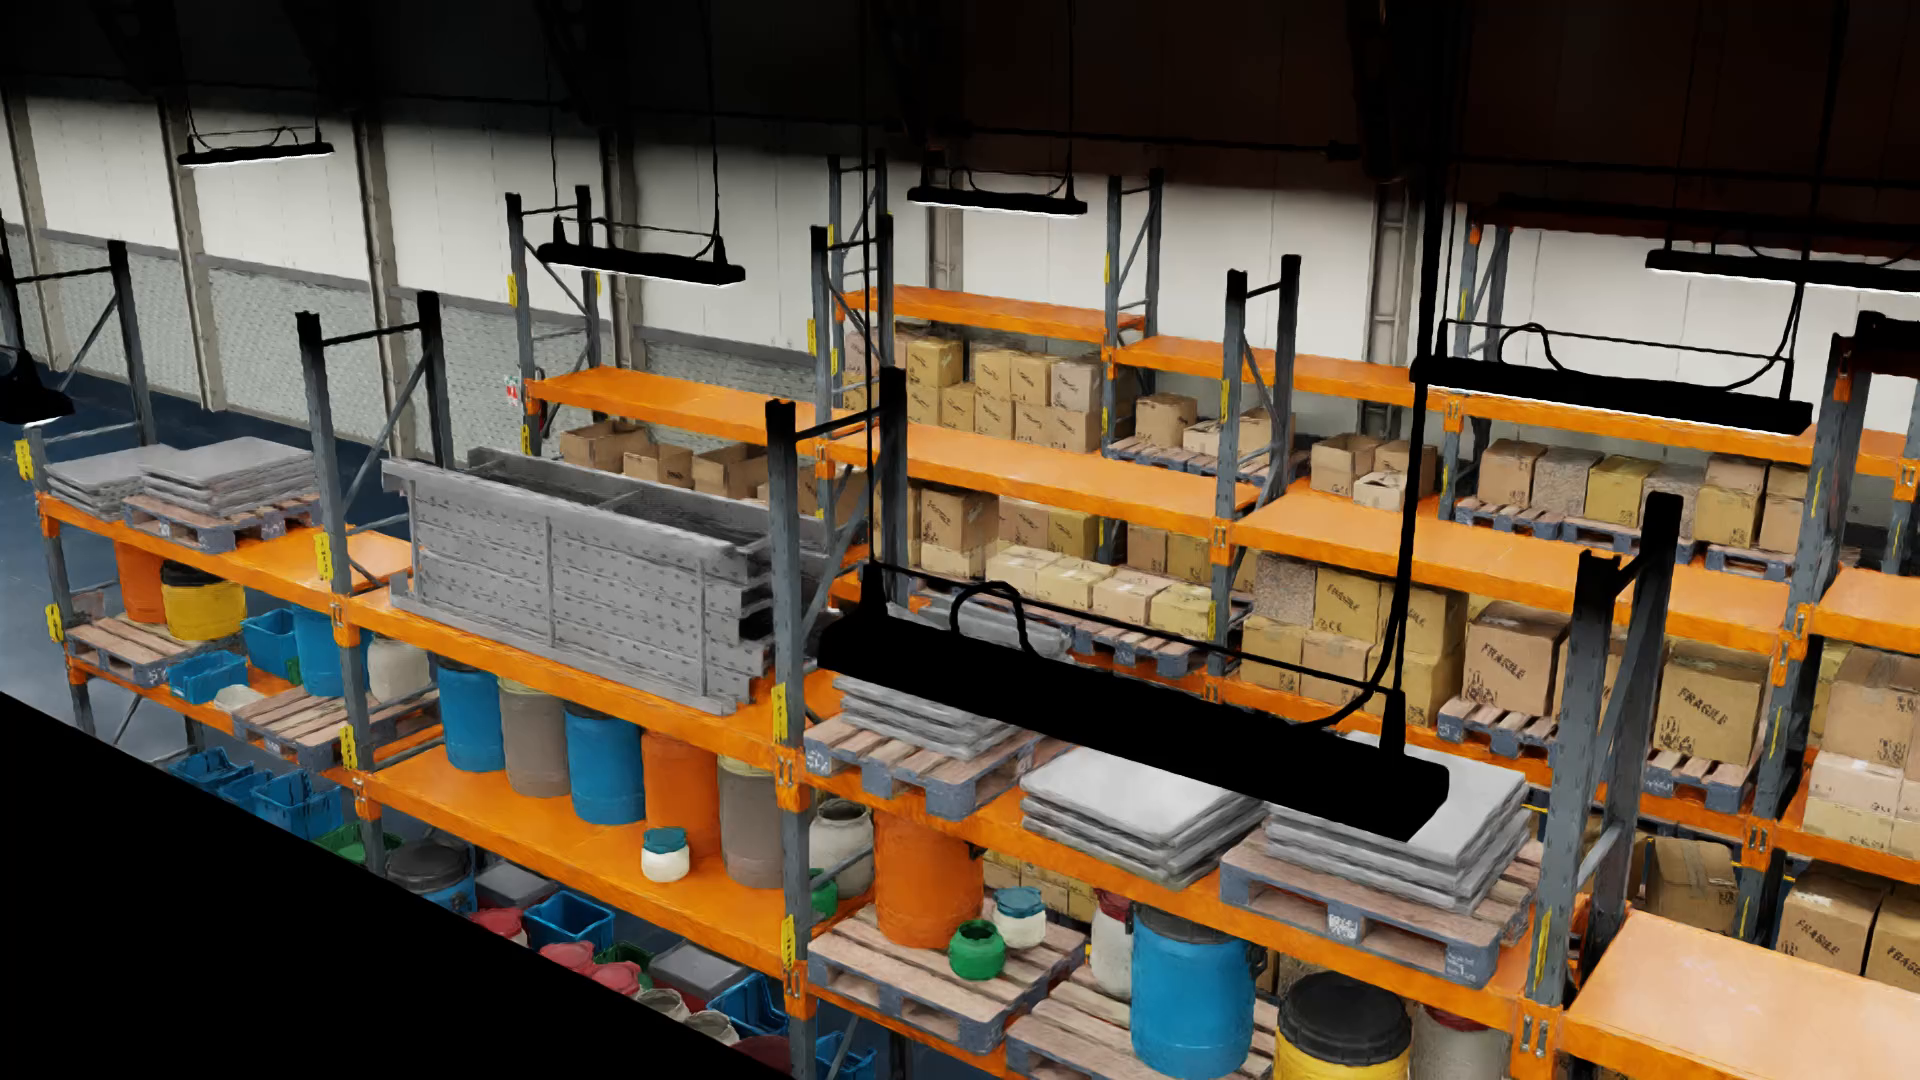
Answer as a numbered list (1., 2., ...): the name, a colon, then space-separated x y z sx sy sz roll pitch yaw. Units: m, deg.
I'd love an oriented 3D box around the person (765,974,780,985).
1. person: -1.622 2.859 13.858 0.576 1.718 0.445 2 19 7
